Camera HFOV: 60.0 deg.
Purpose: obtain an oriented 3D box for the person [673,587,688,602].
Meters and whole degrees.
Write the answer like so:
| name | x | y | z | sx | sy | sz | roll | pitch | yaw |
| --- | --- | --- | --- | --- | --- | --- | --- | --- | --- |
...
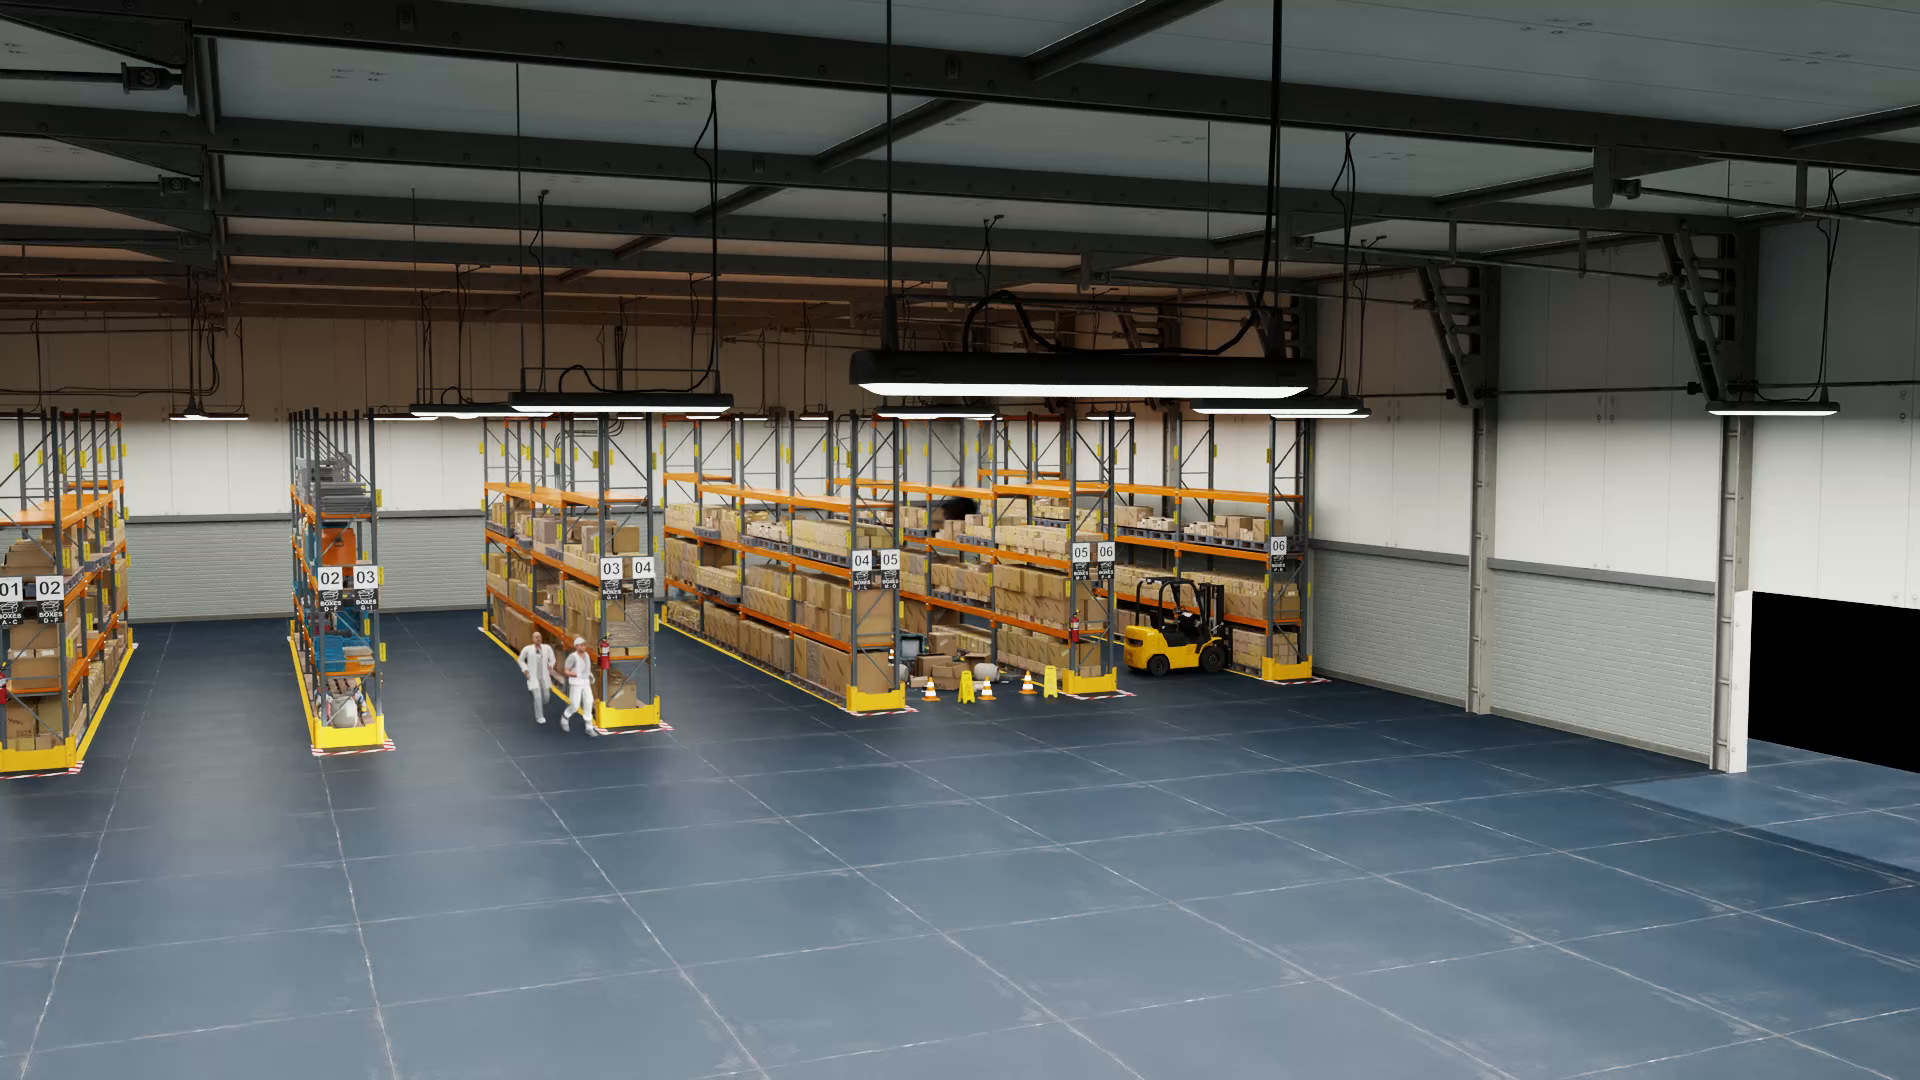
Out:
| name | x | y | z | sx | sy | sz | roll | pitch | yaw |
| --- | --- | --- | --- | --- | --- | --- | --- | --- | --- |
| person | -8.342 | 1.366 | 49.359 | 0.896 | 1.800 | 0.687 | -3 | 5 | -40 |

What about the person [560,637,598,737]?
| name | x | y | z | sx | sy | sz | roll | pitch | yaw |
| --- | --- | --- | --- | --- | --- | --- | --- | --- | --- |
| person | -6.989 | 2.684 | 30.511 | 0.879 | 1.811 | 0.685 | 3 | 5 | 37 |

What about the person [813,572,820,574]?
| name | x | y | z | sx | sy | sz | roll | pitch | yaw |
| --- | --- | --- | --- | --- | --- | --- | --- | --- | --- |
| person | -3.813 | 1.728 | 44.840 | 0.564 | 1.717 | 0.923 | -2 | 5 | -31 |

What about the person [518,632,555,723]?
| name | x | y | z | sx | sy | sz | roll | pitch | yaw |
| --- | --- | --- | --- | --- | --- | --- | --- | --- | --- |
| person | -8.096 | 2.620 | 31.855 | 0.704 | 1.734 | 0.724 | -2 | 4 | -27 |
